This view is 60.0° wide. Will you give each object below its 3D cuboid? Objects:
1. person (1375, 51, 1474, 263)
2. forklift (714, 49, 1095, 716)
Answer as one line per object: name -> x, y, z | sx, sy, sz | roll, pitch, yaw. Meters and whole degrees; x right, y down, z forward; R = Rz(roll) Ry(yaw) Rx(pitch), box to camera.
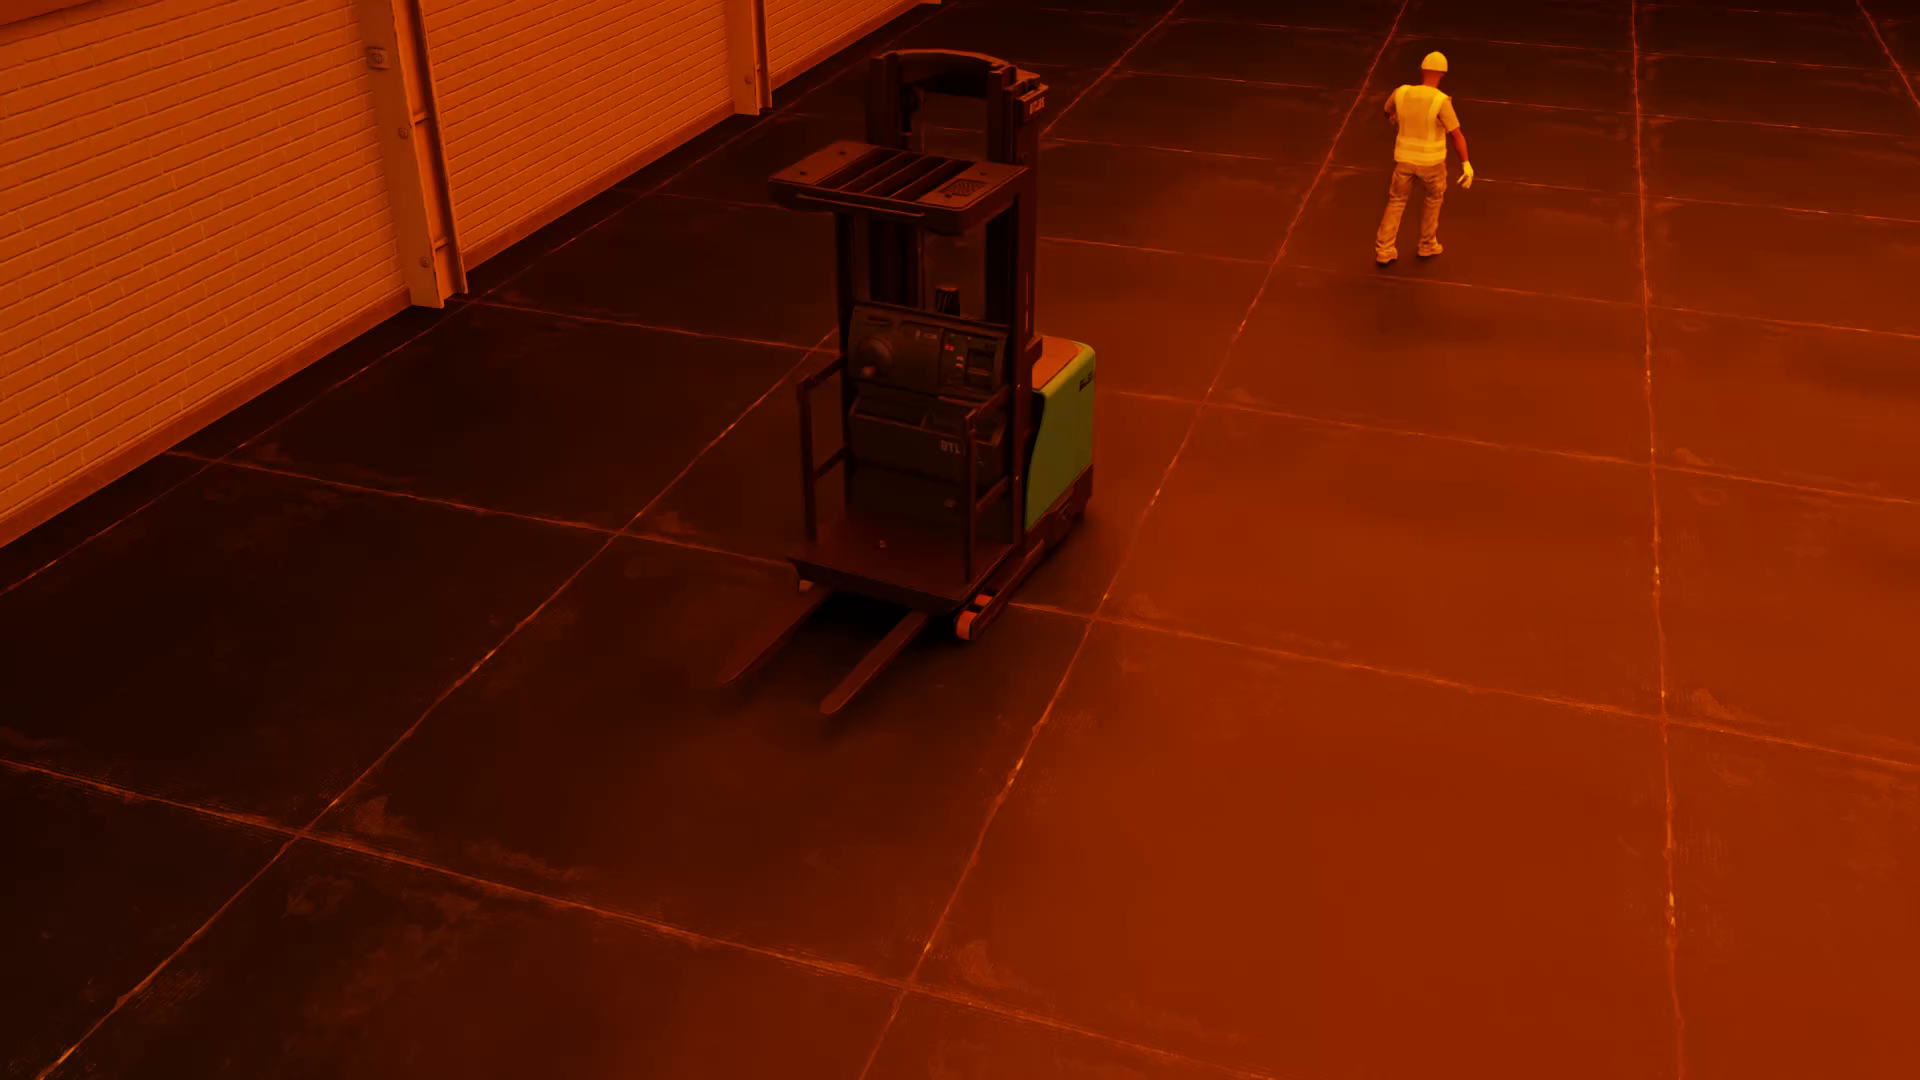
person -> 3.918, -3.207, 13.960 | 1.016, 1.756, 0.768 | 22, 37, 34
forklift -> -0.275, -0.967, 8.833 | 1.130, 2.935, 3.031 | 14, 32, 23
